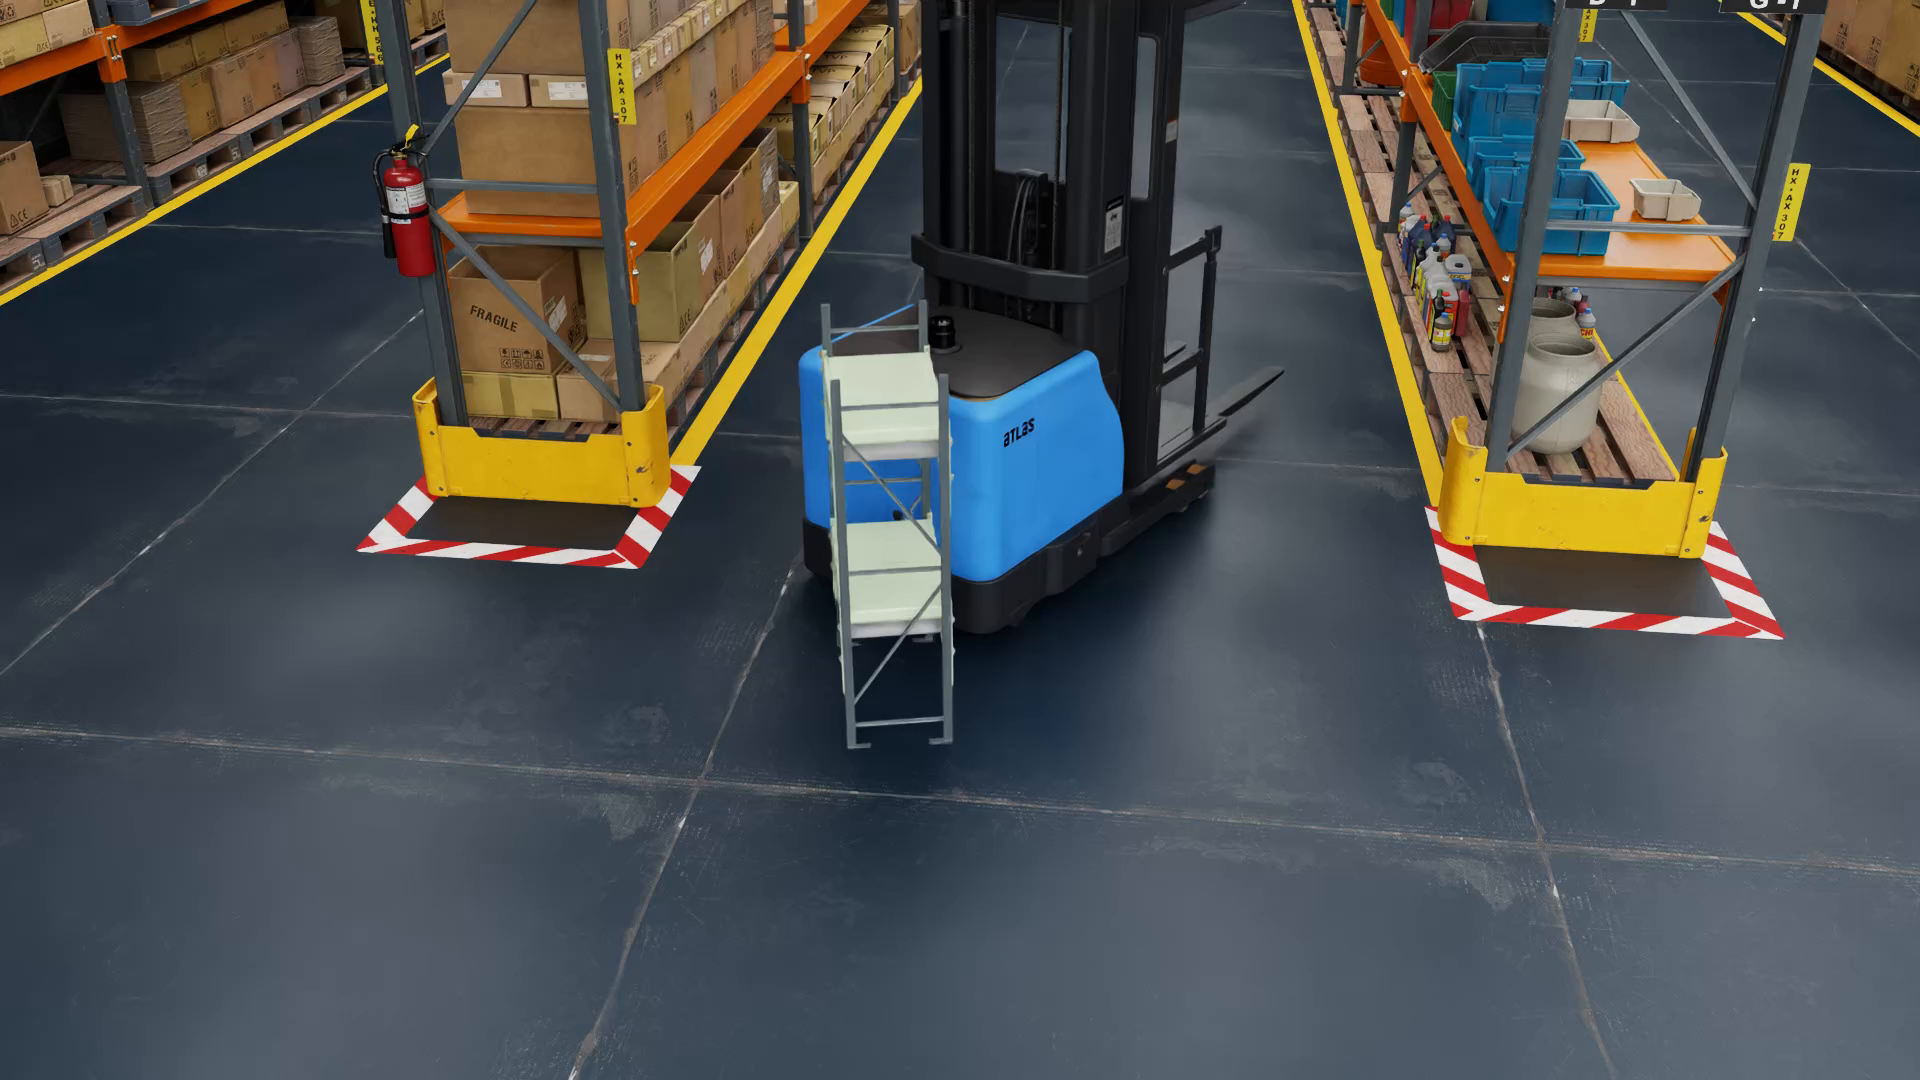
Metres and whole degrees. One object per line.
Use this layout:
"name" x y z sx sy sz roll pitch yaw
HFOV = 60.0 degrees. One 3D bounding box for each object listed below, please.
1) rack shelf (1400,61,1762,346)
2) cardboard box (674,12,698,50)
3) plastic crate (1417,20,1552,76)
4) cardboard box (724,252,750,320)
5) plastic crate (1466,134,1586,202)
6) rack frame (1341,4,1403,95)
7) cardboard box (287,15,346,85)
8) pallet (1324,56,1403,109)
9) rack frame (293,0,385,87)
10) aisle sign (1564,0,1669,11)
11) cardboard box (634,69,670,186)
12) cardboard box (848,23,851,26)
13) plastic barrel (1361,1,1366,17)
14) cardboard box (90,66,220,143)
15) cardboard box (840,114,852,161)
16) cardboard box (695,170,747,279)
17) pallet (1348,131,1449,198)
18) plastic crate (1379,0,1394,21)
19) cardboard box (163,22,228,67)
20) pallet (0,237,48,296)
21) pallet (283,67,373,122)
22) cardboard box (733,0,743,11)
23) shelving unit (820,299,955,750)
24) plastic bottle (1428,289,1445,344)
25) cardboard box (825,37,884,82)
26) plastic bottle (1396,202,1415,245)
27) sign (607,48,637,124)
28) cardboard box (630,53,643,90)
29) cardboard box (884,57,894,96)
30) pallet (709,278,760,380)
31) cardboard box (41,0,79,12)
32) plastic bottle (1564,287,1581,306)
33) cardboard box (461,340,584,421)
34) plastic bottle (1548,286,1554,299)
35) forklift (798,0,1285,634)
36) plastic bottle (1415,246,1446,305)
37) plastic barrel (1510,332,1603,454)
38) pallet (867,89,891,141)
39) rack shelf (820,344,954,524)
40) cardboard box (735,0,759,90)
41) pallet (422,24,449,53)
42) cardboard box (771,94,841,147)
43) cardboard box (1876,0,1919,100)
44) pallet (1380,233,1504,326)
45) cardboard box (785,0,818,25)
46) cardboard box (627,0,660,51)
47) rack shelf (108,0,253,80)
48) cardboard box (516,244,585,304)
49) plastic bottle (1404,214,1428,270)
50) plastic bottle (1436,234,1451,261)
"rack shelf" 3.133 -1.935 8.937 1.077 0.370 4.000 3 28 6
"cardboard box" -1.610 -2.708 8.824 0.380 0.149 0.250 3 28 6
"plastic crate" 3.188 -2.927 10.085 0.767 0.338 0.504 3 28 6
"cardboard box" -1.556 -1.520 9.864 0.500 0.250 0.500 3 28 6
"plastic crate" 2.738 -1.803 8.091 0.499 0.251 0.408 3 28 6
"rack frame" 3.868 -5.076 14.009 1.000 3.000 0.127 3 28 6
"cardboard box" -6.001 -4.403 14.931 0.700 0.500 0.500 4 29 7
"pallet" 3.924 -4.222 15.364 1.003 0.211 1.213 3 28 6
"rack frame" -5.964 -5.652 15.078 1.000 3.000 0.127 3 28 6
"aisle sign" 2.584 -2.438 6.372 0.394 0.787 0.004 3 28 6
"cardboard box" -1.898 -2.110 8.399 0.700 0.500 0.500 4 29 8
"cardboard box" -1.166 -4.913 15.878 0.500 0.500 0.500 4 29 8
"plastic barrel" 4.050 -4.962 15.897 0.600 0.588 0.708 3 28 6
"cardboard box" -6.367 -3.455 13.173 0.700 0.500 0.500 3 28 5
"cardboard box" -1.117 -3.117 12.829 0.500 0.250 0.500 3 28 5
"cardboard box" -1.555 -1.850 9.686 0.500 0.500 0.500 3 28 6
"pallet" 3.583 -2.913 12.935 1.003 0.211 1.213 3 28 6
"plastic crate" 3.311 -3.936 12.116 0.450 0.188 0.662 3 28 6
"cardboard box" -6.270 -3.992 13.378 0.500 0.250 0.500 3 28 5
"pallet" -6.648 -1.647 10.585 1.003 0.211 1.213 3 28 6
"pallet" -6.061 -4.056 15.056 1.003 0.211 1.213 3 28 6
"cardboard box" -1.485 -3.193 9.725 0.380 0.149 0.250 3 28 6
"shelving unit" -0.275 -0.058 6.271 0.431 1.500 0.755 -4 28 -6
"plastic bottle" 2.674 -1.254 9.315 0.061 0.283 0.133 4 29 7
"cardboard box" -0.924 -4.081 14.027 0.500 0.311 0.500 3 28 5
"plastic bottle" 2.904 -2.061 10.826 0.097 0.271 0.097 0 28 0
"sign" -1.477 -1.981 7.267 0.100 0.325 0.005 3 28 6
"cardboard box" -1.736 -2.226 7.930 0.380 0.149 0.250 3 28 5
"cardboard box" -0.870 -4.078 14.613 0.500 0.250 0.500 4 29 7
"pallet" -1.823 -1.307 9.954 1.003 0.211 1.213 3 28 6
"cardboard box" -6.205 -3.801 10.989 0.500 0.500 0.500 3 28 6
"plastic bottle" 3.462 -1.299 9.412 0.097 0.271 0.097 0 28 0
"cardboard box" -2.255 -0.844 8.610 0.500 0.250 0.500 3 28 6
"plastic bottle" 3.511 -1.459 9.782 0.097 0.201 0.097 0 28 0
"forklift" 0.590 -1.544 7.525 1.130 2.935 3.031 19 34 32
"plastic bottle" 2.792 -1.576 9.841 0.144 0.351 0.185 3 28 6
"plastic barrel" 2.893 -0.714 8.093 0.421 0.512 0.421 0 28 0
"pallet" -1.187 -3.753 14.493 1.003 0.211 1.213 3 28 6
"rack shelf" -0.278 -0.401 6.086 0.431 0.370 0.720 -4 28 -6
"cardboard box" -1.644 -3.069 10.178 0.700 0.500 0.500 3 28 6
"pallet" -5.641 -5.363 17.483 1.003 0.211 1.213 3 28 6
"cardboard box" -1.173 -3.119 12.242 0.500 0.311 0.500 3 28 6
"cardboard box" 8.889 -4.361 14.480 1.225 0.875 0.875 2 28 4
"pallet" 3.255 -1.652 10.593 1.003 0.211 1.213 3 28 6
"cardboard box" -1.226 -3.777 11.863 0.380 0.149 0.250 3 28 6
"cardboard box" -1.892 -2.707 8.138 0.700 0.500 0.500 3 28 5
"rack shelf" -6.209 -4.393 13.501 1.077 0.370 4.000 3 28 6
"cardboard box" -2.149 -1.645 9.307 0.500 0.500 0.500 3 28 6
"plastic bottle" 2.867 -1.865 10.377 0.144 0.351 0.185 4 29 8
"plastic bottle" 2.970 -1.754 10.257 0.097 0.271 0.097 0 28 0
